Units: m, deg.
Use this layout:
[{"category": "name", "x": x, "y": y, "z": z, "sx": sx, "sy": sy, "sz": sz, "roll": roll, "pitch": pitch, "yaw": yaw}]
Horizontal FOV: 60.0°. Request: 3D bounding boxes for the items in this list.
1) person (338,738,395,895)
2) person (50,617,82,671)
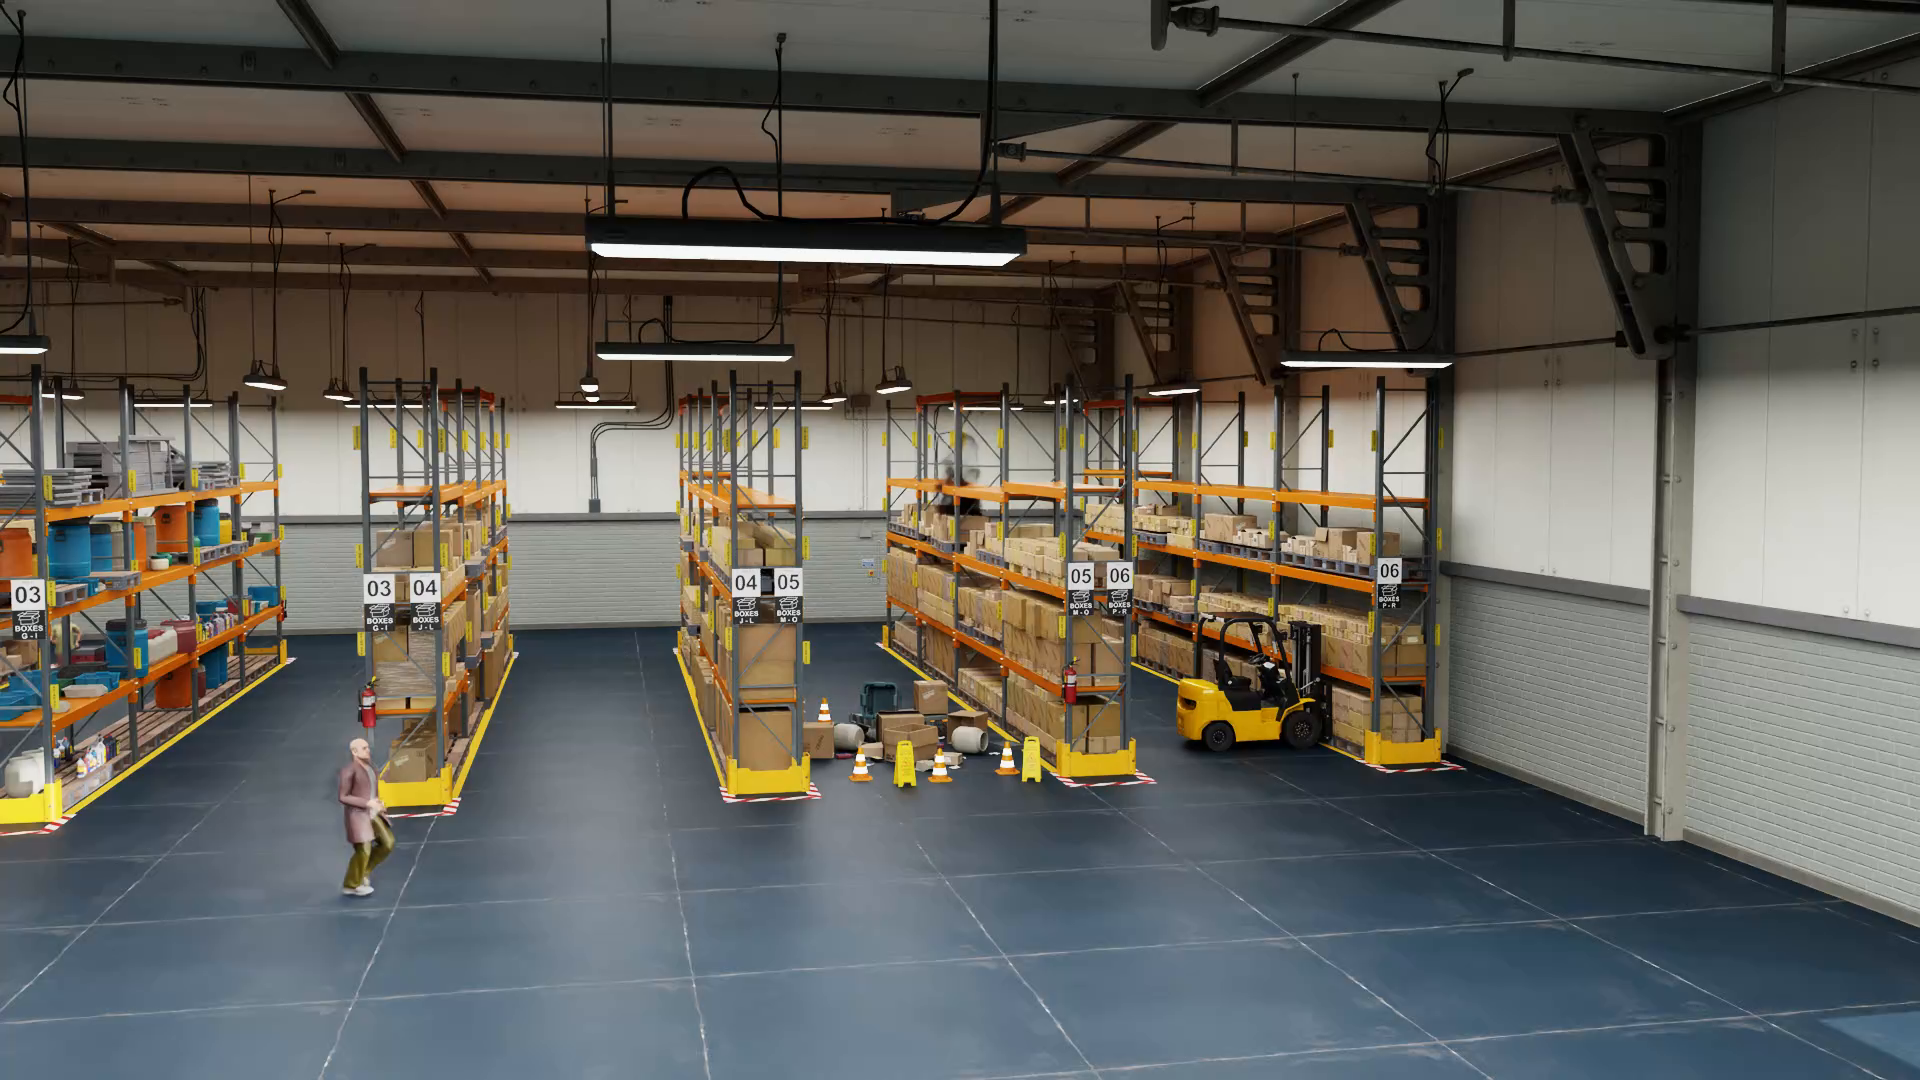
[{"category": "person", "x": -6.499, "y": 3.035, "z": 18.229, "sx": 0.654, "sy": 1.735, "sz": 0.682, "roll": 1, "pitch": 4, "yaw": 16}, {"category": "person", "x": -17.478, "y": 2.233, "z": 32.465, "sx": 0.576, "sy": 1.667, "sz": 0.955, "roll": -1, "pitch": 4, "yaw": -22}]
